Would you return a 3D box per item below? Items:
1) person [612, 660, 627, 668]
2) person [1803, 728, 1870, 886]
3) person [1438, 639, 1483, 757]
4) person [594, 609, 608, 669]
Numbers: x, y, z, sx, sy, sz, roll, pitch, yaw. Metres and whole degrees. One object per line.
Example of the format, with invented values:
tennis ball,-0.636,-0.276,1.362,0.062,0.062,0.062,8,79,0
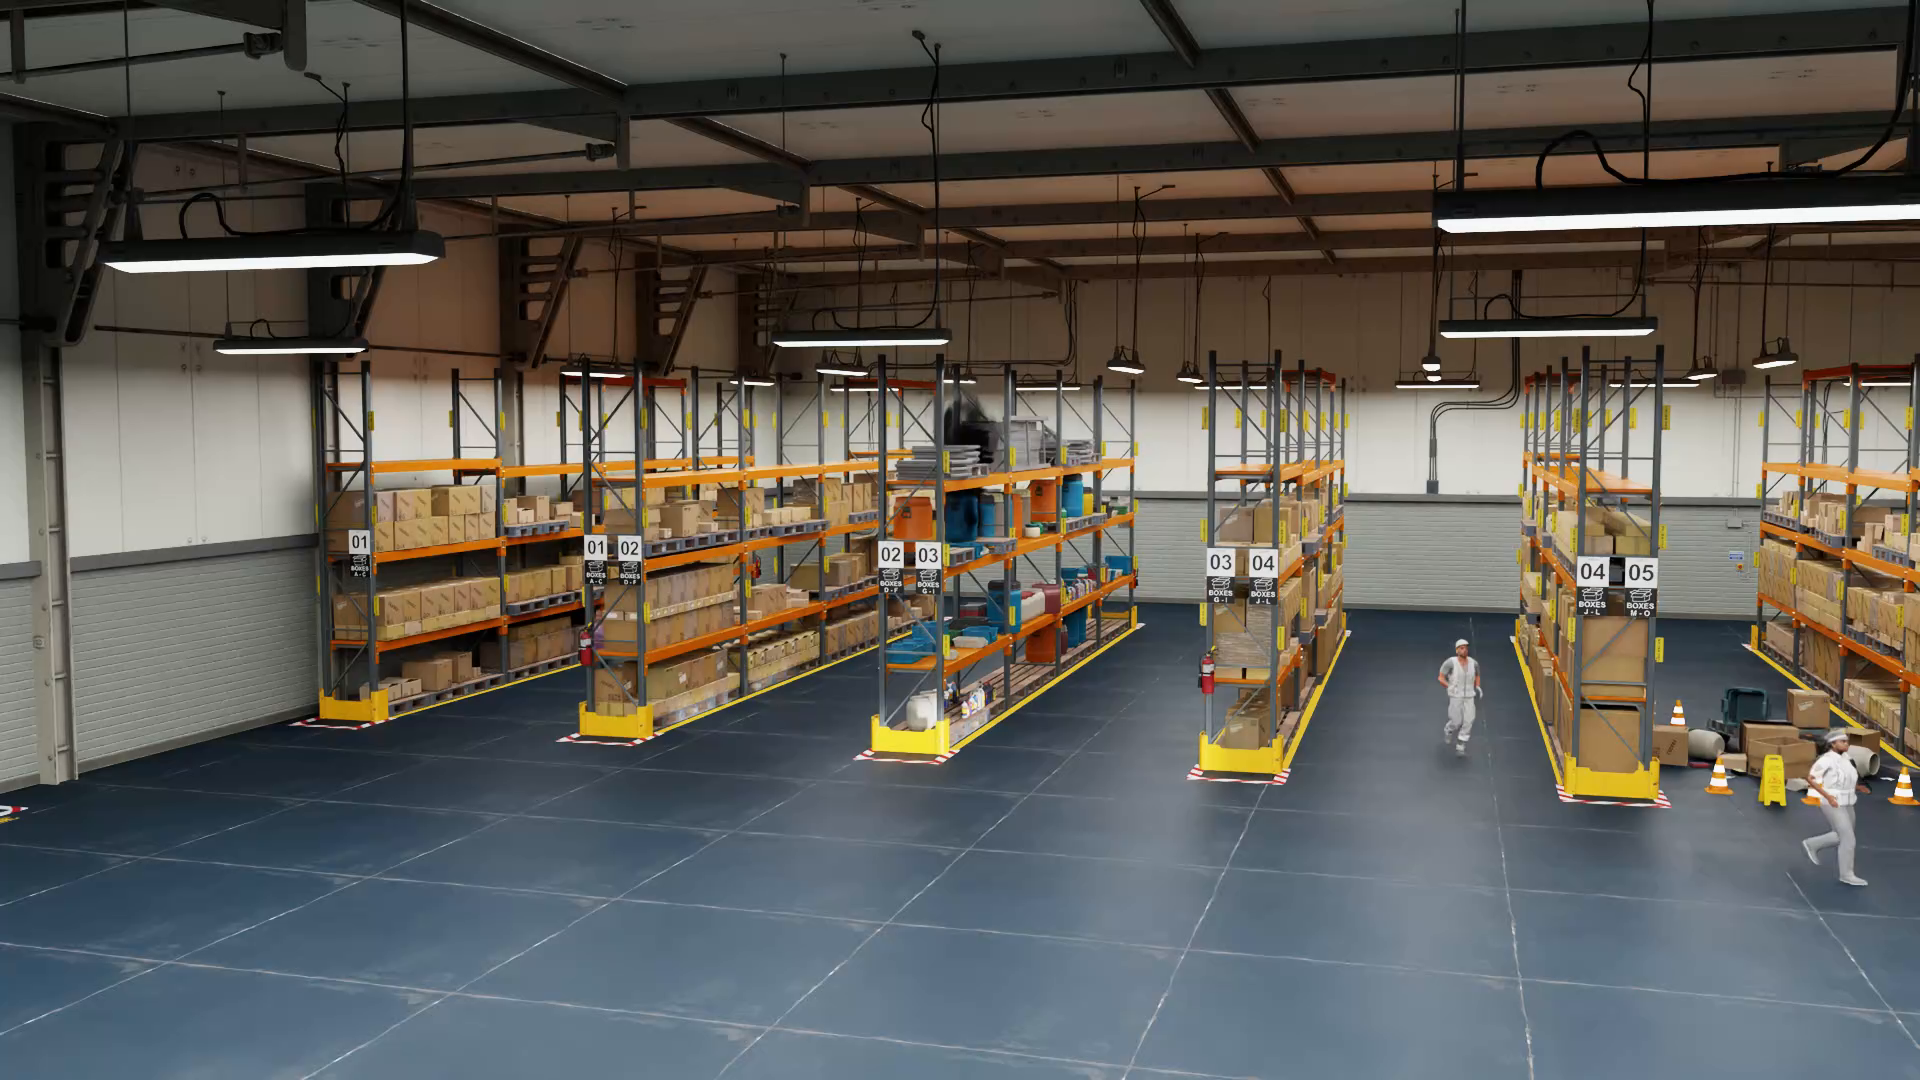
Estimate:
person,-6.360,1.897,31.319,0.681,1.772,0.849,0,4,6
person,9.540,2.871,18.133,0.569,1.666,0.786,-2,5,-29
person,7.497,2.349,24.921,0.655,1.743,0.652,0,4,-4
person,-6.537,2.058,30.034,0.510,1.607,0.676,0,4,-3
